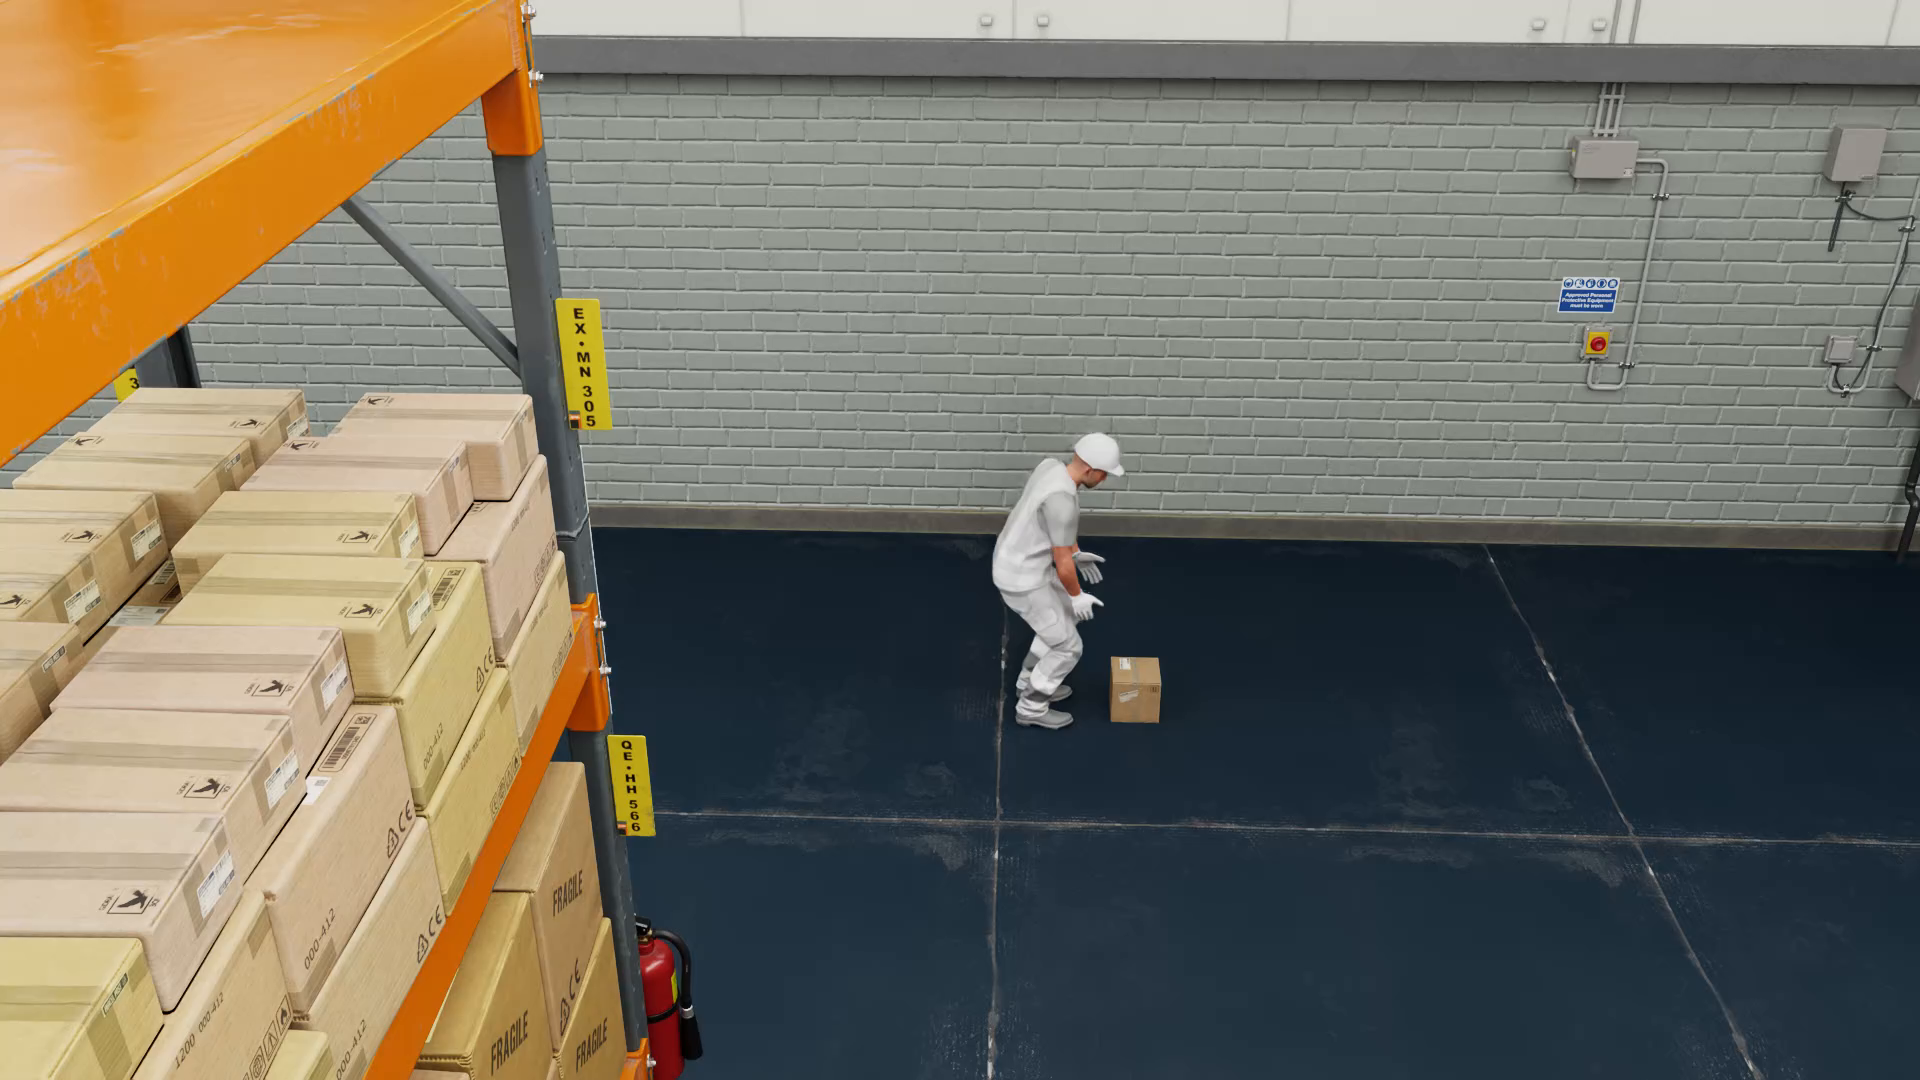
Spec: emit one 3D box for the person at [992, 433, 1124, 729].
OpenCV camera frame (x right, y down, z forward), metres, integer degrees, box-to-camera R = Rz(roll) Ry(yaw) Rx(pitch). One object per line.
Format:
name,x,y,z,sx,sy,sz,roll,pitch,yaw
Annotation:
person,0.486,0.180,8.479,0.647,1.580,0.575,1,28,2
